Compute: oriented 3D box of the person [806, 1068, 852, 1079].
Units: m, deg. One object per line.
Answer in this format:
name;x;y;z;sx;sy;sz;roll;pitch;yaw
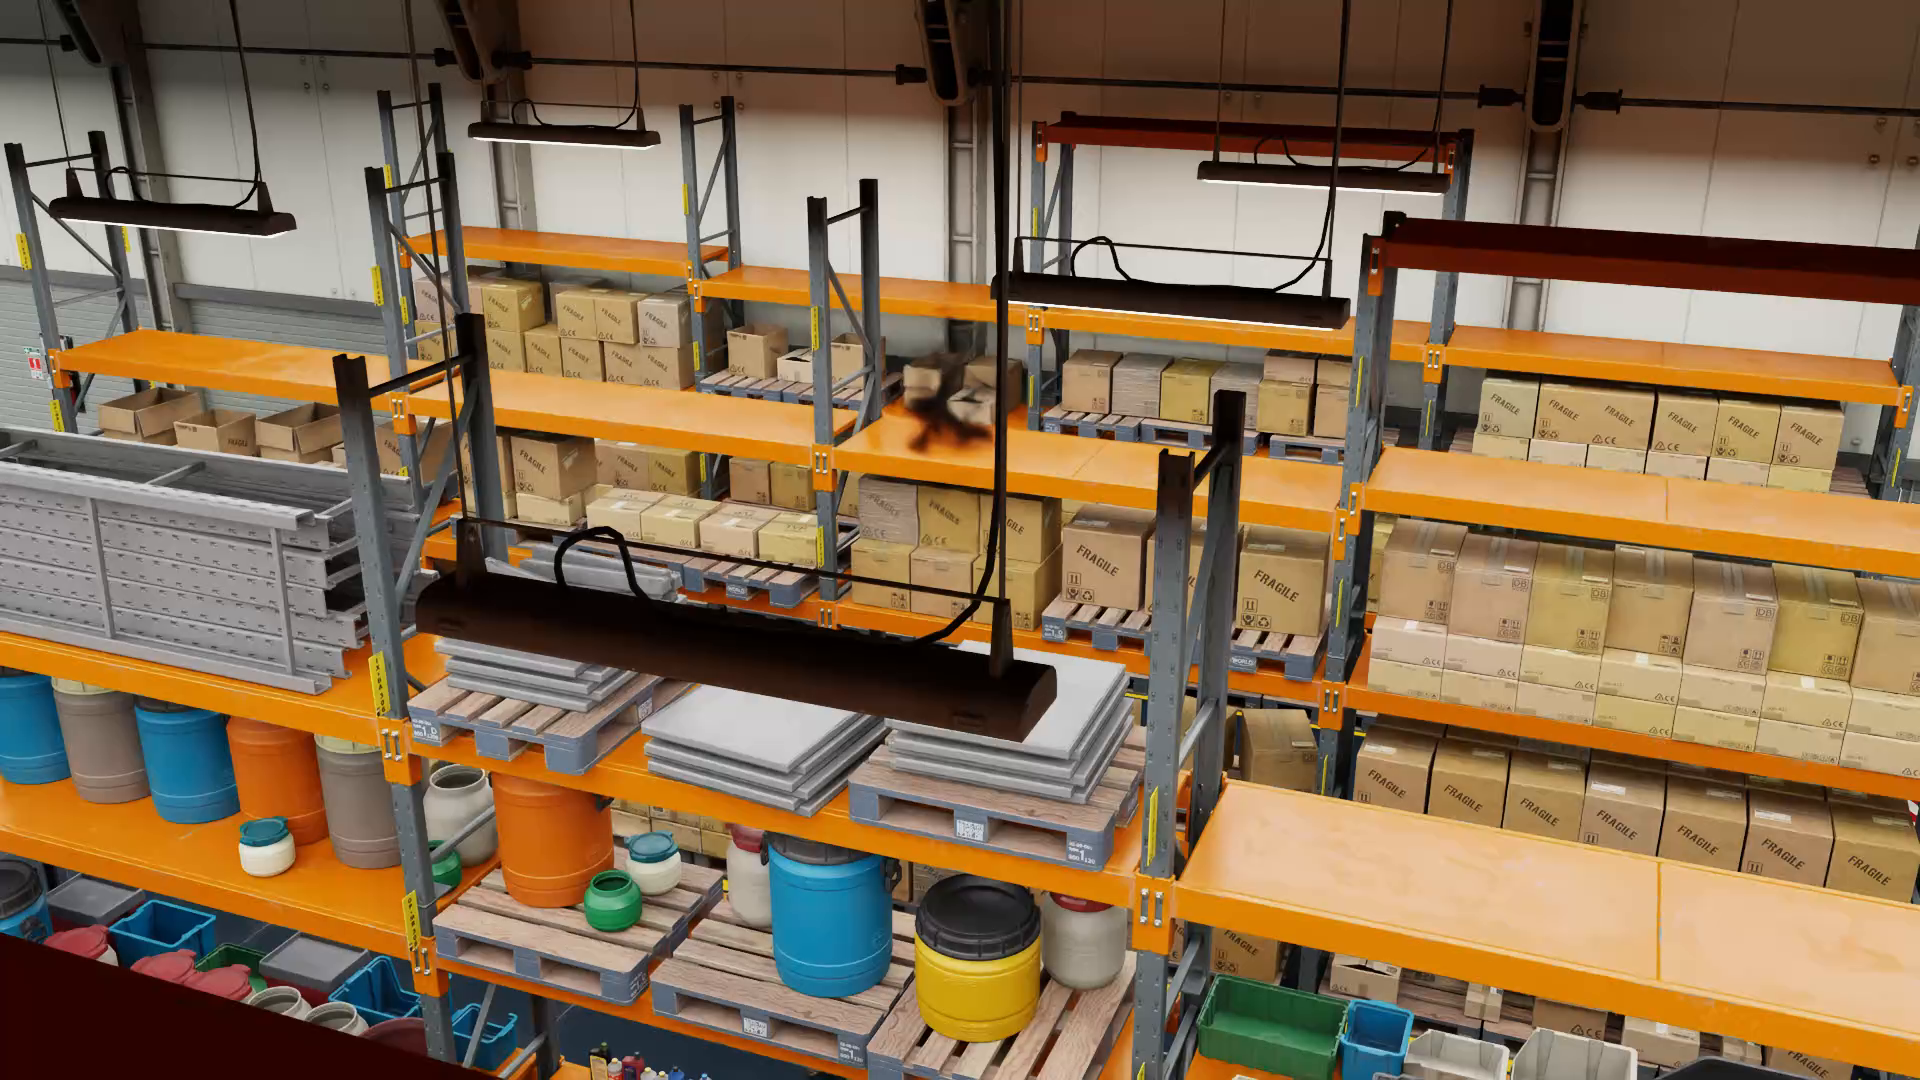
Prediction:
person;-0.915;3.177;11.800;0.703;1.639;0.503;2;21;5
